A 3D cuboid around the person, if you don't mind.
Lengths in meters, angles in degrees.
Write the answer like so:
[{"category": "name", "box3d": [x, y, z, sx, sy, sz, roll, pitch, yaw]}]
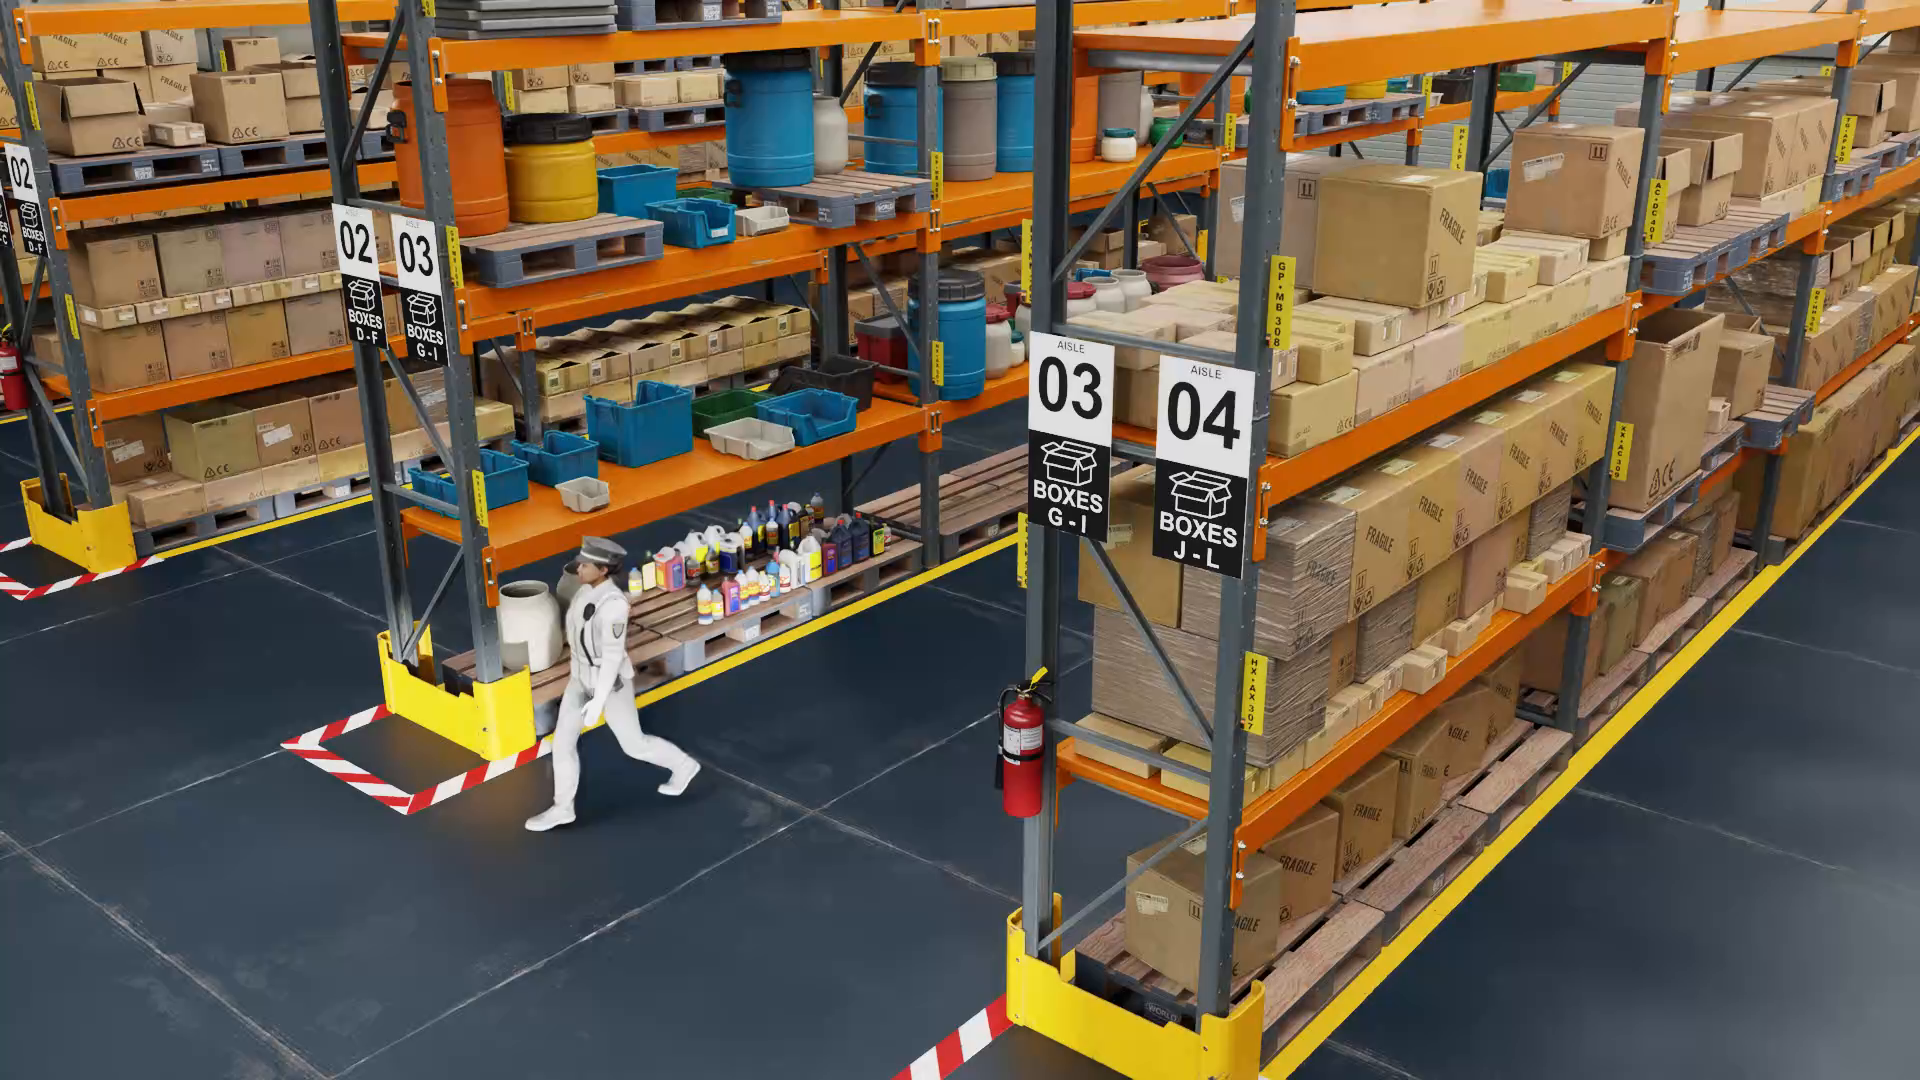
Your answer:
[{"category": "person", "box3d": [-1.926, 0.750, 9.009, 0.975, 1.637, 0.490, -16, 26, -37]}]
